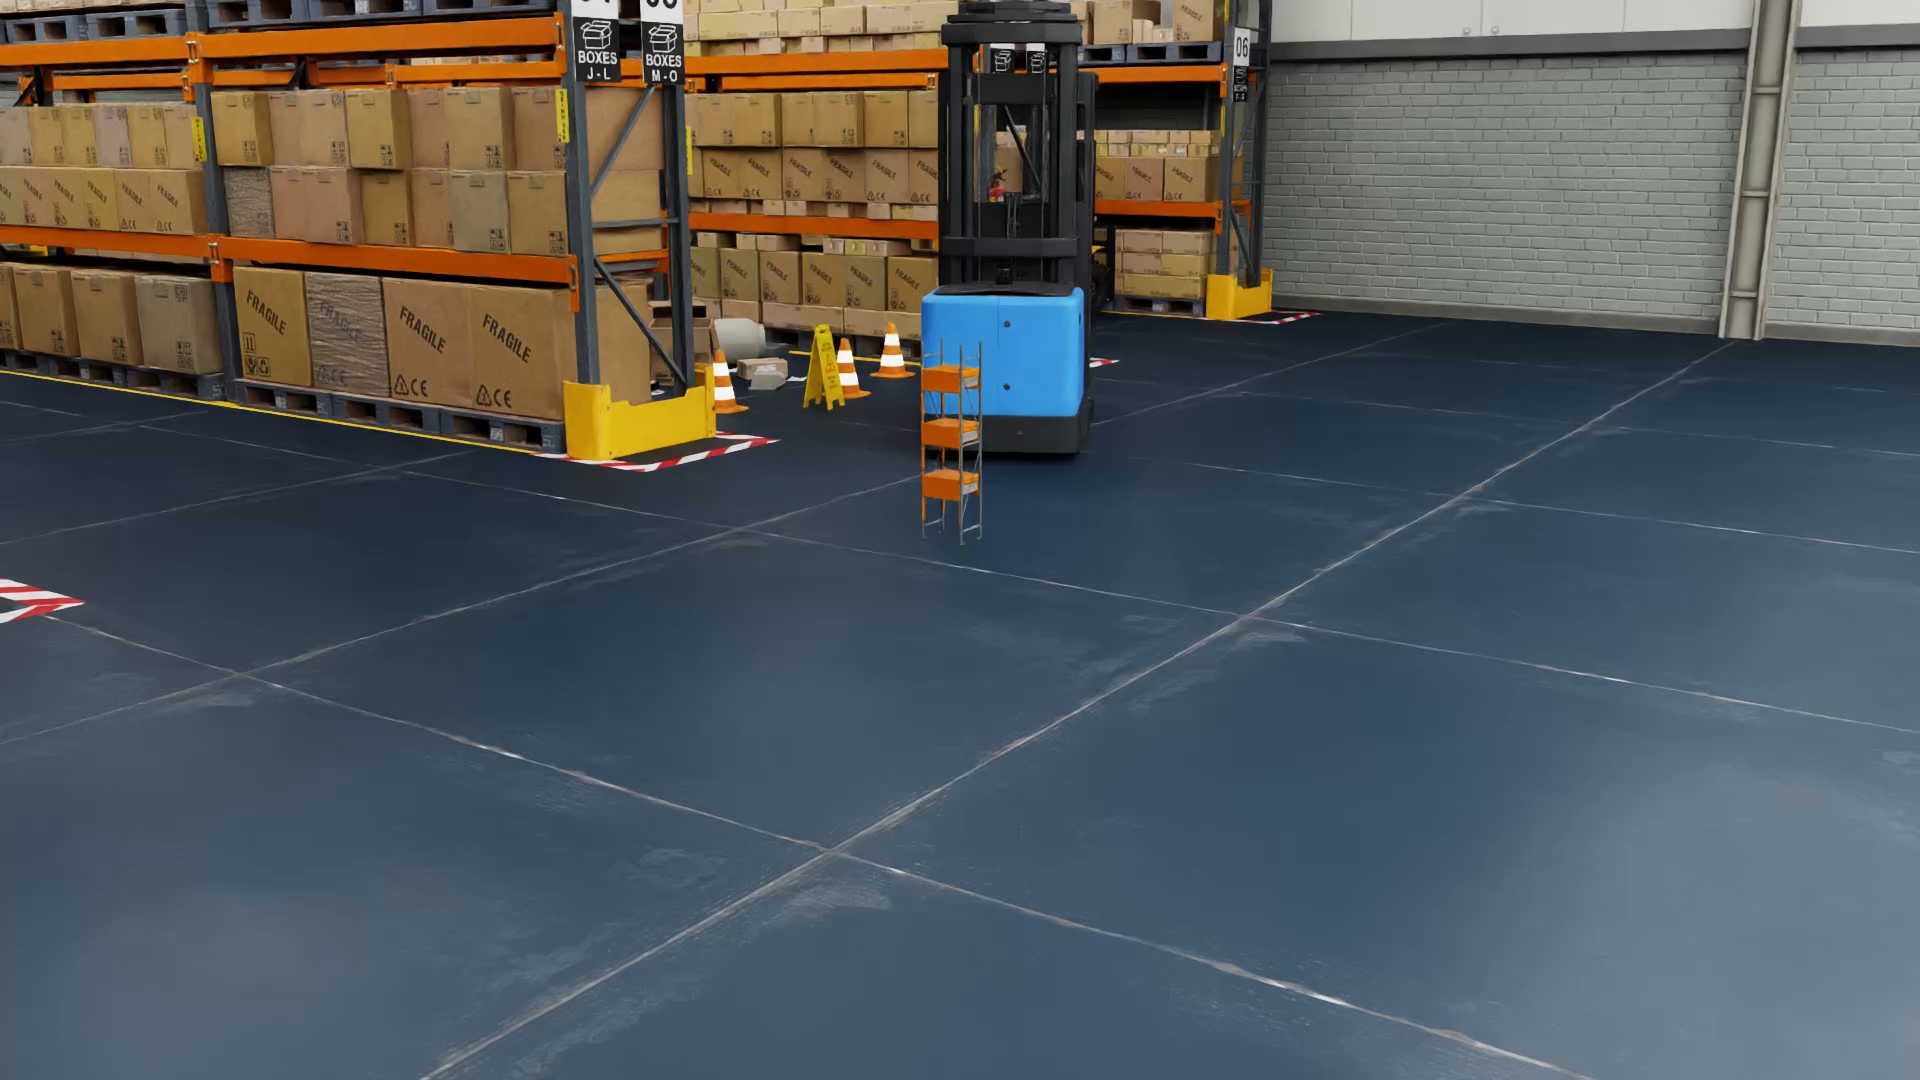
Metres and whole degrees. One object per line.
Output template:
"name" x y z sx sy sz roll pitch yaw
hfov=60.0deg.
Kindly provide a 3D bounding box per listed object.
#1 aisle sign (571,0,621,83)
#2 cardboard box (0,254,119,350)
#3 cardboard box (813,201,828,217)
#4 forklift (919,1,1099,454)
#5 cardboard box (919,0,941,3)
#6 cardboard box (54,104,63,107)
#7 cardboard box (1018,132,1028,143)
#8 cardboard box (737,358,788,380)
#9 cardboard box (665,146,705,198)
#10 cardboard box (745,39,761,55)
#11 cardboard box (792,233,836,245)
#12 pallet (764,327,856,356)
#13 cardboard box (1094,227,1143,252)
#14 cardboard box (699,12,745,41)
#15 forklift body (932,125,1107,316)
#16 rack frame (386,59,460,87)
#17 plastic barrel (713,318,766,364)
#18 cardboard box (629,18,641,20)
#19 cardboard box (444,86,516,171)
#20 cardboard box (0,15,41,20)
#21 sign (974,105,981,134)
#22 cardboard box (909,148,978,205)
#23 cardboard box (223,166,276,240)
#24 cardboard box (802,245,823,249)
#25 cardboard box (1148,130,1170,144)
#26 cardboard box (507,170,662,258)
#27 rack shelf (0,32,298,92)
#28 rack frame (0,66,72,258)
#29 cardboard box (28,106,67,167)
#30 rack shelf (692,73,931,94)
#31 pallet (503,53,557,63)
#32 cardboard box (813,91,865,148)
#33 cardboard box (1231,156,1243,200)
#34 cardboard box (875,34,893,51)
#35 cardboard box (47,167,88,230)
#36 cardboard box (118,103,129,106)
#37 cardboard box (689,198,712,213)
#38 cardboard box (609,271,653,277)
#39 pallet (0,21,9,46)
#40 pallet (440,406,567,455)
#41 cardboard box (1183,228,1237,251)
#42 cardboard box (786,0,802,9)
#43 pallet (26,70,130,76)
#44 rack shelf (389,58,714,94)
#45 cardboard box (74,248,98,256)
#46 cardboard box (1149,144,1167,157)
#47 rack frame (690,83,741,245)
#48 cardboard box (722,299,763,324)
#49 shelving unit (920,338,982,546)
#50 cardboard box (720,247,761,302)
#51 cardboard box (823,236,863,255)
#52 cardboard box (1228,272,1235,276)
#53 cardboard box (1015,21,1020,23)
"aisle sign" -2.305 -3.304 10.516 0.004 0.787 0.394 9 17 33
"cardboard box" -8.379 -2.196 15.260 0.750 0.750 1.050 9 16 32
"cardboard box" -1.205 -3.206 16.054 0.250 0.149 0.380 9 17 33
"forklift" 0.419 -2.289 11.972 1.130 2.935 3.031 2 14 6
"cardboard box" -0.155 -4.861 14.840 0.250 0.149 0.380 10 17 34
"cardboard box" -12.245 -5.924 22.875 0.250 0.149 0.380 10 17 35
"cardboard box" 0.900 -4.910 20.239 0.250 0.149 0.380 9 16 32
"cardboard box" -1.732 -1.501 14.575 0.380 0.149 0.250 -7 15 -25
"cardboard box" -2.627 -3.726 16.806 0.500 0.500 0.500 9 17 33
"cardboard box" -1.860 -4.754 16.067 0.250 0.149 0.380 9 16 31
"cardboard box" -1.773 -3.963 22.658 0.625 0.625 0.875 8 16 31
"pallet" -1.243 -2.048 16.656 1.213 0.211 1.003 9 17 33
"cardboard box" 1.842 -3.589 19.845 0.500 0.250 0.500 9 17 34
"cardboard box" -2.191 -4.995 16.208 0.500 0.250 0.500 9 17 32
"forklift body" 0.658 -3.580 18.810 1.214 2.155 2.313 9 17 33
"rack frame" -6.156 -4.184 19.484 0.127 3.000 1.000 9 17 33
"plastic barrel" -2.076 -1.836 15.359 0.512 0.421 0.421 -4 14 -16
"cardboard box" -3.402 -5.284 17.124 0.500 0.250 0.500 9 16 32
"cardboard box" -2.990 -2.821 11.416 0.550 0.550 0.875 9 17 33
"cardboard box" -8.356 -4.708 14.461 0.500 0.311 0.500 9 17 33
"sign" 0.156 -3.719 14.537 0.005 0.325 0.100 9 17 33
"cardboard box" -0.121 -3.322 15.174 0.500 0.500 0.500 9 16 32
"cardboard box" -5.202 -2.673 13.067 0.550 0.550 0.875 9 17 33
"cardboard box" -1.349 -2.719 16.853 0.500 0.500 0.500 10 17 36
"cardboard box" 2.381 -4.672 19.277 0.250 0.149 0.380 10 17 34
"cardboard box" -2.529 -2.224 11.255 0.550 0.550 0.875 9 17 33
"rack shelf" -7.175 -4.022 14.085 4.000 0.370 1.077 9 17 33
"rack frame" -8.834 -3.184 15.442 0.127 3.000 1.000 9 17 33
"cardboard box" -7.620 -3.520 14.510 0.500 0.500 0.700 9 16 32
"rack shelf" -1.729 -6.013 22.127 4.000 0.370 1.077 9 17 33
"pallet" -4.152 -5.255 17.959 1.003 0.211 1.213 9 17 33
"cardboard box" -0.959 -3.932 15.557 0.500 0.500 0.700 9 16 32
"cardboard box" 2.994 -4.272 19.630 0.500 0.500 0.500 10 17 35
"cardboard box" -0.569 -4.554 15.258 0.250 0.149 0.380 9 17 33
"cardboard box" -7.359 -2.916 14.151 0.500 0.500 0.500 9 17 32
"cardboard box" -10.933 -5.731 22.095 0.250 0.149 0.380 9 16 32
"cardboard box" -2.516 -3.396 16.823 0.250 0.149 0.380 10 17 34
"cardboard box" -3.872 -2.742 18.251 0.625 0.372 0.950 10 17 36
"pallet" -8.270 -4.472 14.798 1.003 0.211 1.213 10 17 35
"pallet" -2.903 -0.849 11.813 1.213 0.211 1.003 9 17 33
"cardboard box" 2.957 -3.558 19.723 0.500 0.250 0.500 9 16 32
"cardboard box" -1.421 -5.070 15.682 0.250 0.149 0.380 10 17 34
"pallet" -12.172 -6.573 23.075 1.213 0.211 1.003 9 17 33
"rack shelf" -4.496 -5.023 18.127 4.000 0.370 1.077 9 17 33
"cardboard box" -12.190 -4.149 23.798 0.875 0.438 0.875 9 16 31
"cardboard box" 2.396 -4.531 19.327 0.250 0.149 0.380 10 17 34
"rack frame" -3.388 -5.175 23.484 0.127 3.000 1.000 9 17 33
"cardboard box" -2.048 -2.315 16.780 0.500 0.250 0.500 10 17 36
"shelving unit" -0.044 -0.517 8.726 0.252 1.050 0.215 9 17 33
"cardboard box" -2.047 -2.679 16.689 0.500 0.500 0.500 10 17 35
"cardboard box" -1.094 -2.821 15.914 0.250 0.149 0.380 10 17 35
"cardboard box" 2.951 -3.076 19.854 0.500 0.250 0.500 9 17 33
"cardboard box" 0.214 -4.760 15.259 0.500 0.250 0.500 9 16 32
